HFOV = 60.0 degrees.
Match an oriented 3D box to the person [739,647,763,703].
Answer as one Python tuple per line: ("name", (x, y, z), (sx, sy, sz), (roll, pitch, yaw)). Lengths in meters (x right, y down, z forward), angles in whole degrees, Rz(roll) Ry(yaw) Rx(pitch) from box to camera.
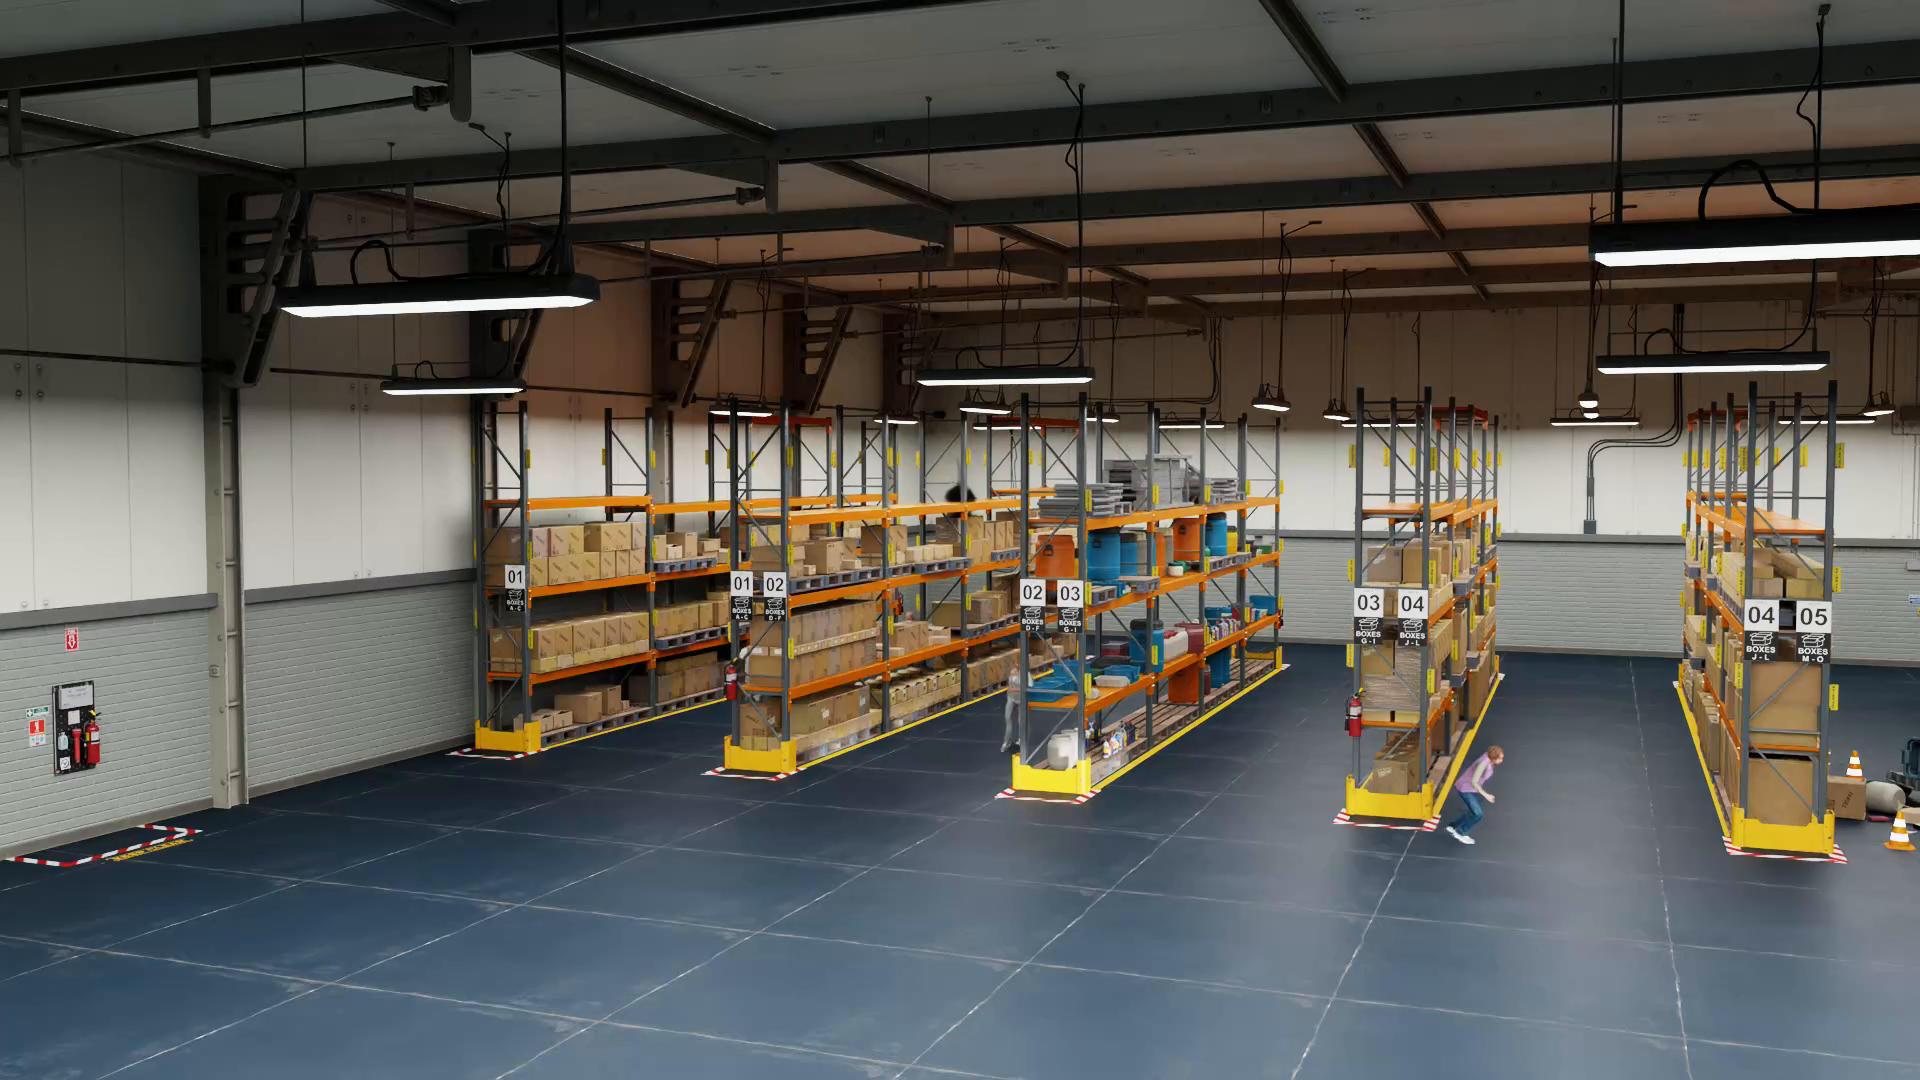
("person", (-3.885, 2.612, 31.421), (0.790, 1.720, 0.568), (1, 3, 13))

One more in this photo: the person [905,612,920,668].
("person", (-1.062, 2.397, 37.084), (0.648, 1.610, 0.785), (1, 3, 13))

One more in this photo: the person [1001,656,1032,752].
("person", (1.034, 2.808, 28.655), (0.527, 1.629, 0.653), (1, 3, 24))

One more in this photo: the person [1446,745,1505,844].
("person", (6.678, 3.284, 21.562), (0.848, 1.355, 0.597), (2, 4, 38))
